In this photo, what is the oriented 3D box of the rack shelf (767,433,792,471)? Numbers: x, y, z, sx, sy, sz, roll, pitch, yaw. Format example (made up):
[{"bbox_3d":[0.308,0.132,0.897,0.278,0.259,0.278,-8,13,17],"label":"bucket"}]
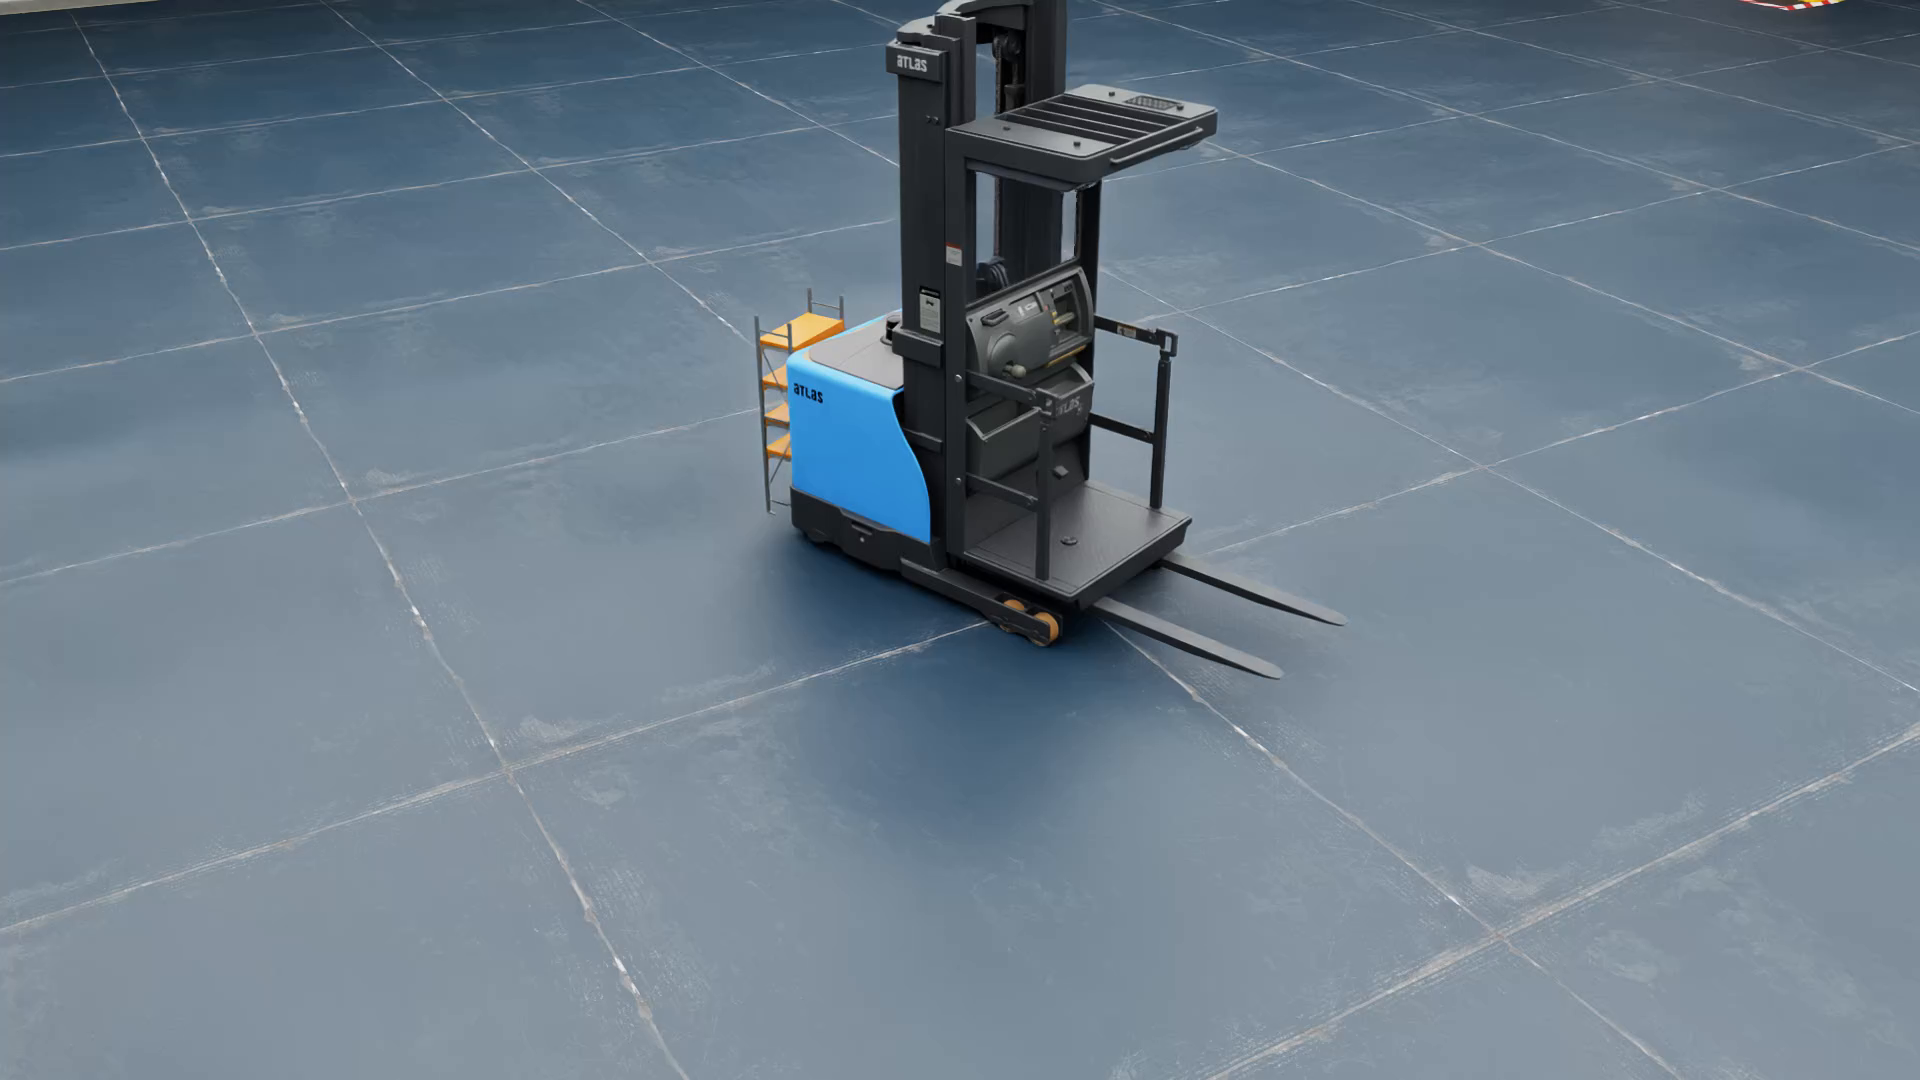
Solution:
[{"bbox_3d":[-0.878,-0.526,9.512,0.258,0.148,0.480,16,33,27],"label":"rack shelf"}]

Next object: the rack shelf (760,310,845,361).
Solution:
[{"bbox_3d":[-0.878,-1.103,9.194,0.258,0.148,0.480,16,33,27],"label":"rack shelf"}]

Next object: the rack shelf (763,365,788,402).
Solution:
[{"bbox_3d":[-0.878,-0.896,9.308,0.258,0.148,0.480,16,33,27],"label":"rack shelf"}]

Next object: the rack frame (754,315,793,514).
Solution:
[{"bbox_3d":[-1.004,-0.658,9.200,0.240,1.200,0.015,16,33,27],"label":"rack frame"}]

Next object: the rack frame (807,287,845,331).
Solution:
[{"bbox_3d":[-0.752,-0.860,9.566,0.240,1.200,0.015,16,33,27],"label":"rack frame"}]

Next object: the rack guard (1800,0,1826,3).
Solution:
[{"bbox_3d":[11.276,-7.704,22.692,0.348,0.500,1.175,-16,33,-26],"label":"rack guard"}]

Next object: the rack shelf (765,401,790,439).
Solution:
[{"bbox_3d":[-0.878,-0.700,9.416,0.258,0.148,0.480,16,33,27],"label":"rack shelf"}]

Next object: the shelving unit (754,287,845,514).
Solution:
[{"bbox_3d":[-0.878,-0.759,9.383,0.258,1.200,0.503,16,33,27],"label":"shelving unit"}]

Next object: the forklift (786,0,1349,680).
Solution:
[{"bbox_3d":[0.516,-1.043,8.106,3.031,2.935,1.130,22,36,34],"label":"forklift"}]
